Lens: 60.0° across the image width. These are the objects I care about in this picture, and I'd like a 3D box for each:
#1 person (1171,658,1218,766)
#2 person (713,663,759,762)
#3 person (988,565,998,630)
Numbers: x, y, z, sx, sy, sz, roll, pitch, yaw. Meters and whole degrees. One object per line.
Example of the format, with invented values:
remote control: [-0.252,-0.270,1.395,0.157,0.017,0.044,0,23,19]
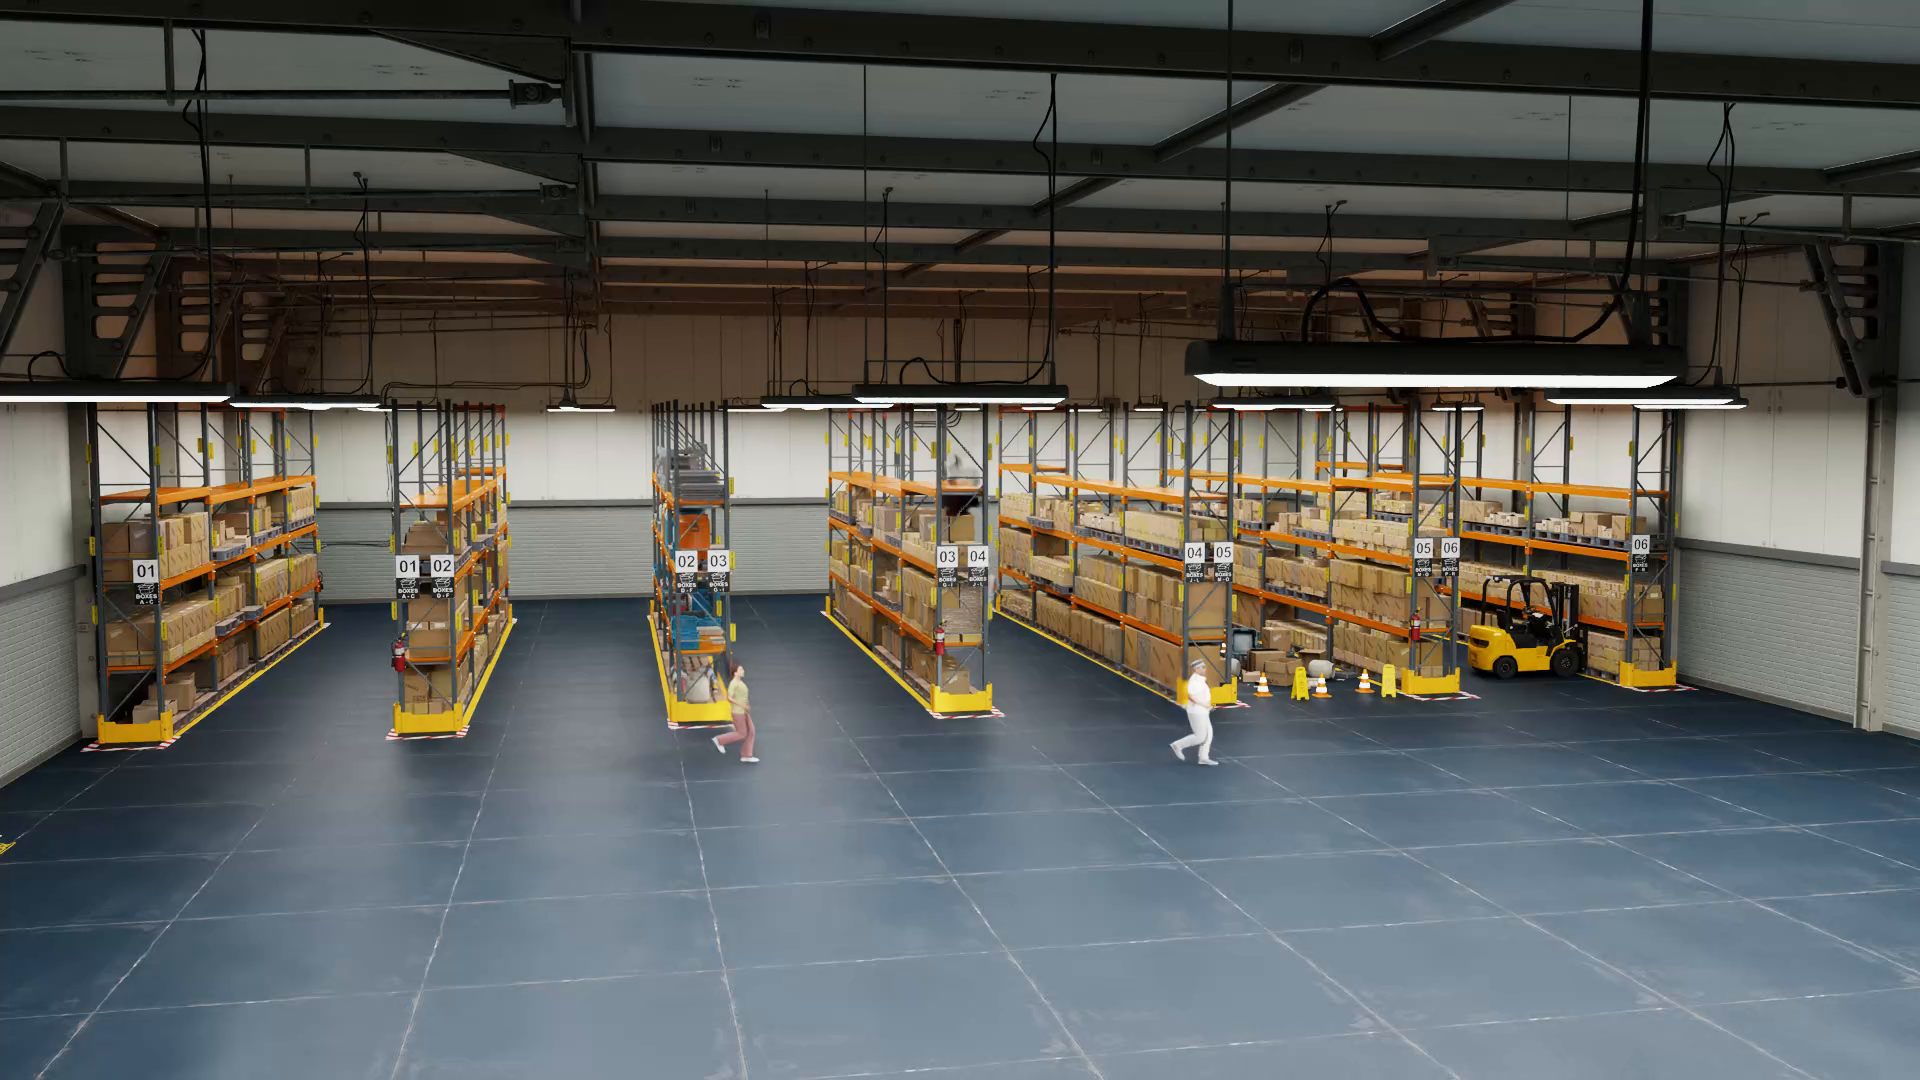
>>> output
person: [3.842,2.797,27.154,0.772,1.755,0.660,1,4,13]
person: [-3.679,2.842,27.407,0.763,1.637,0.578,1,4,9]
person: [0.716,1.515,44.291,0.639,1.741,0.587,-1,4,-14]
